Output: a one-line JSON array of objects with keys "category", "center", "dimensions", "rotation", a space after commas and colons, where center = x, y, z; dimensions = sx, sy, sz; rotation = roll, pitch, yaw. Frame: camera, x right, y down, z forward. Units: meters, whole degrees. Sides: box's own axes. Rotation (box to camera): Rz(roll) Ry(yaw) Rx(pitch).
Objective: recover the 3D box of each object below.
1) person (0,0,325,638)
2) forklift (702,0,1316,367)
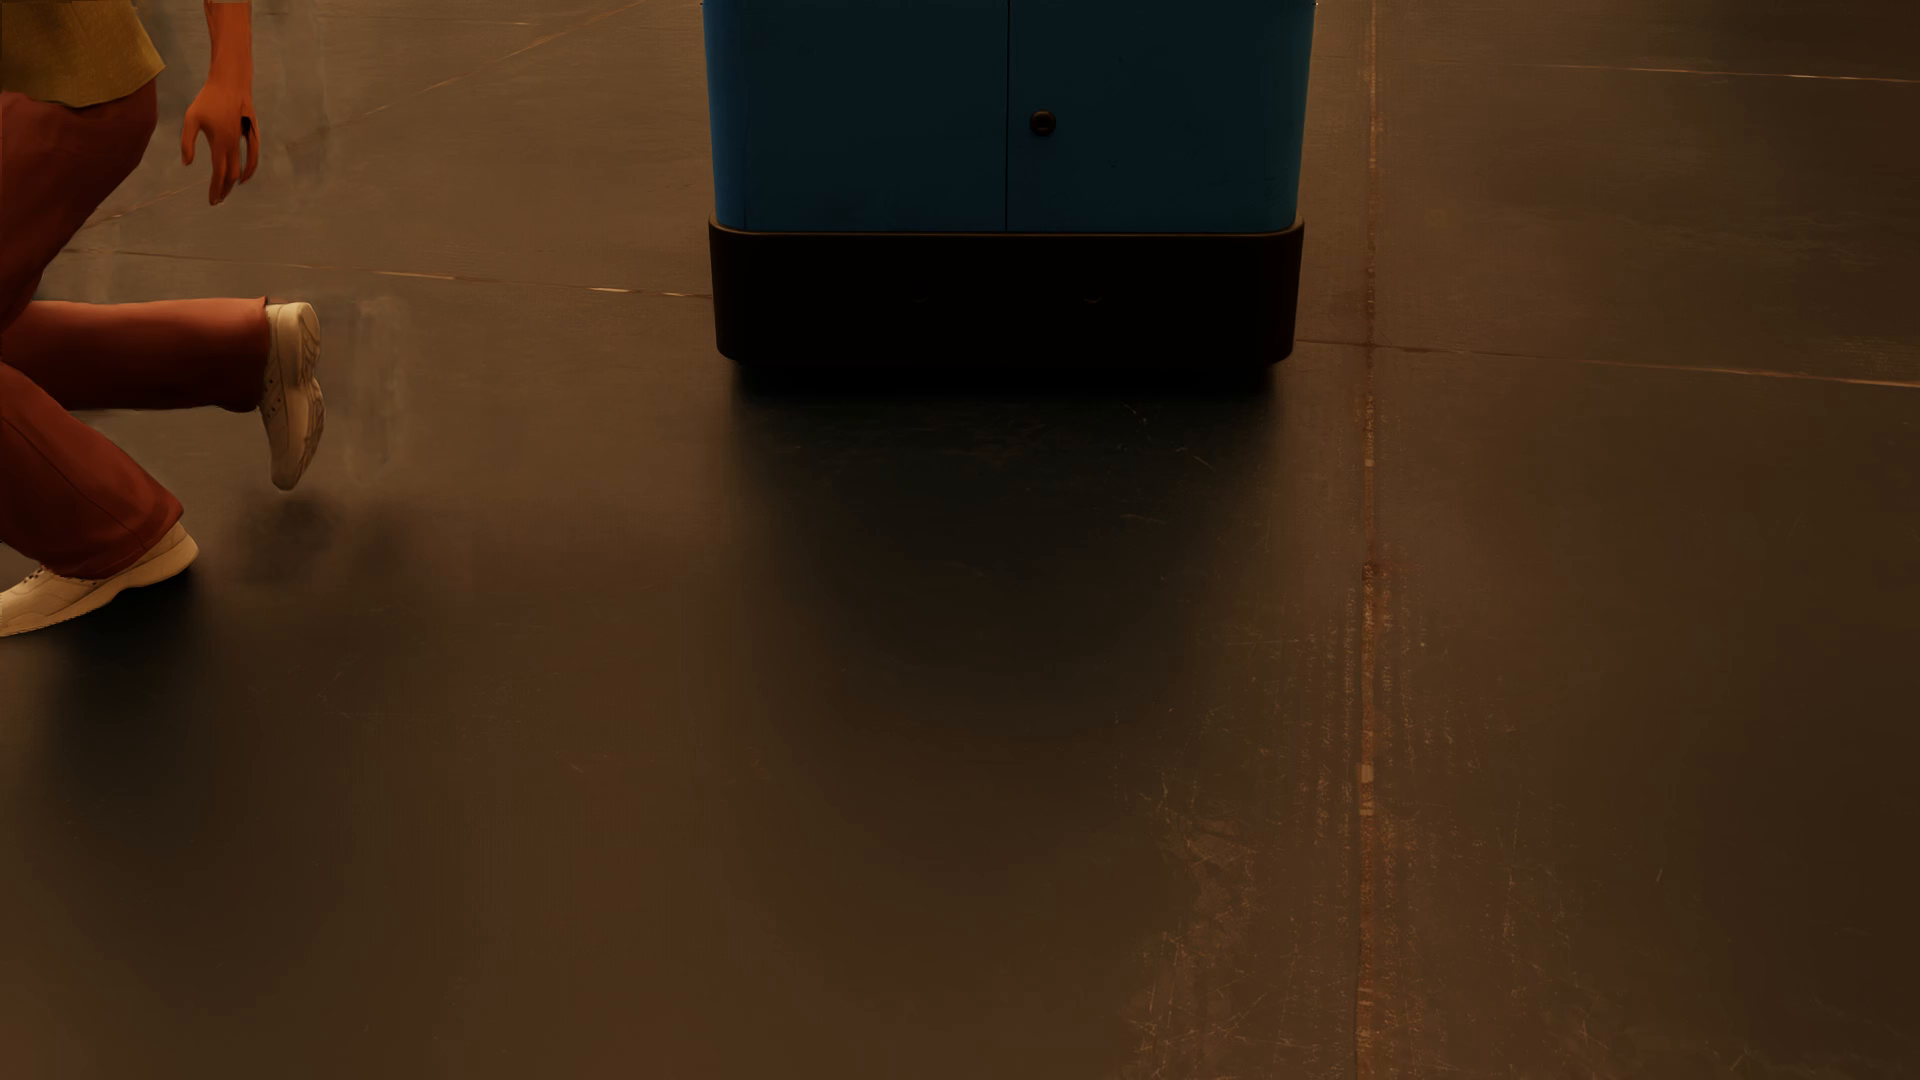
[{"category": "person", "center": [-1.152, -0.591, 2.088], "dimensions": [0.609, 1.465, 0.692], "rotation": [15, 30, 27]}, {"category": "forklift", "center": [0.098, -2.234, 3.673], "dimensions": [1.130, 2.935, 3.031], "rotation": [0, 27, 1]}]
